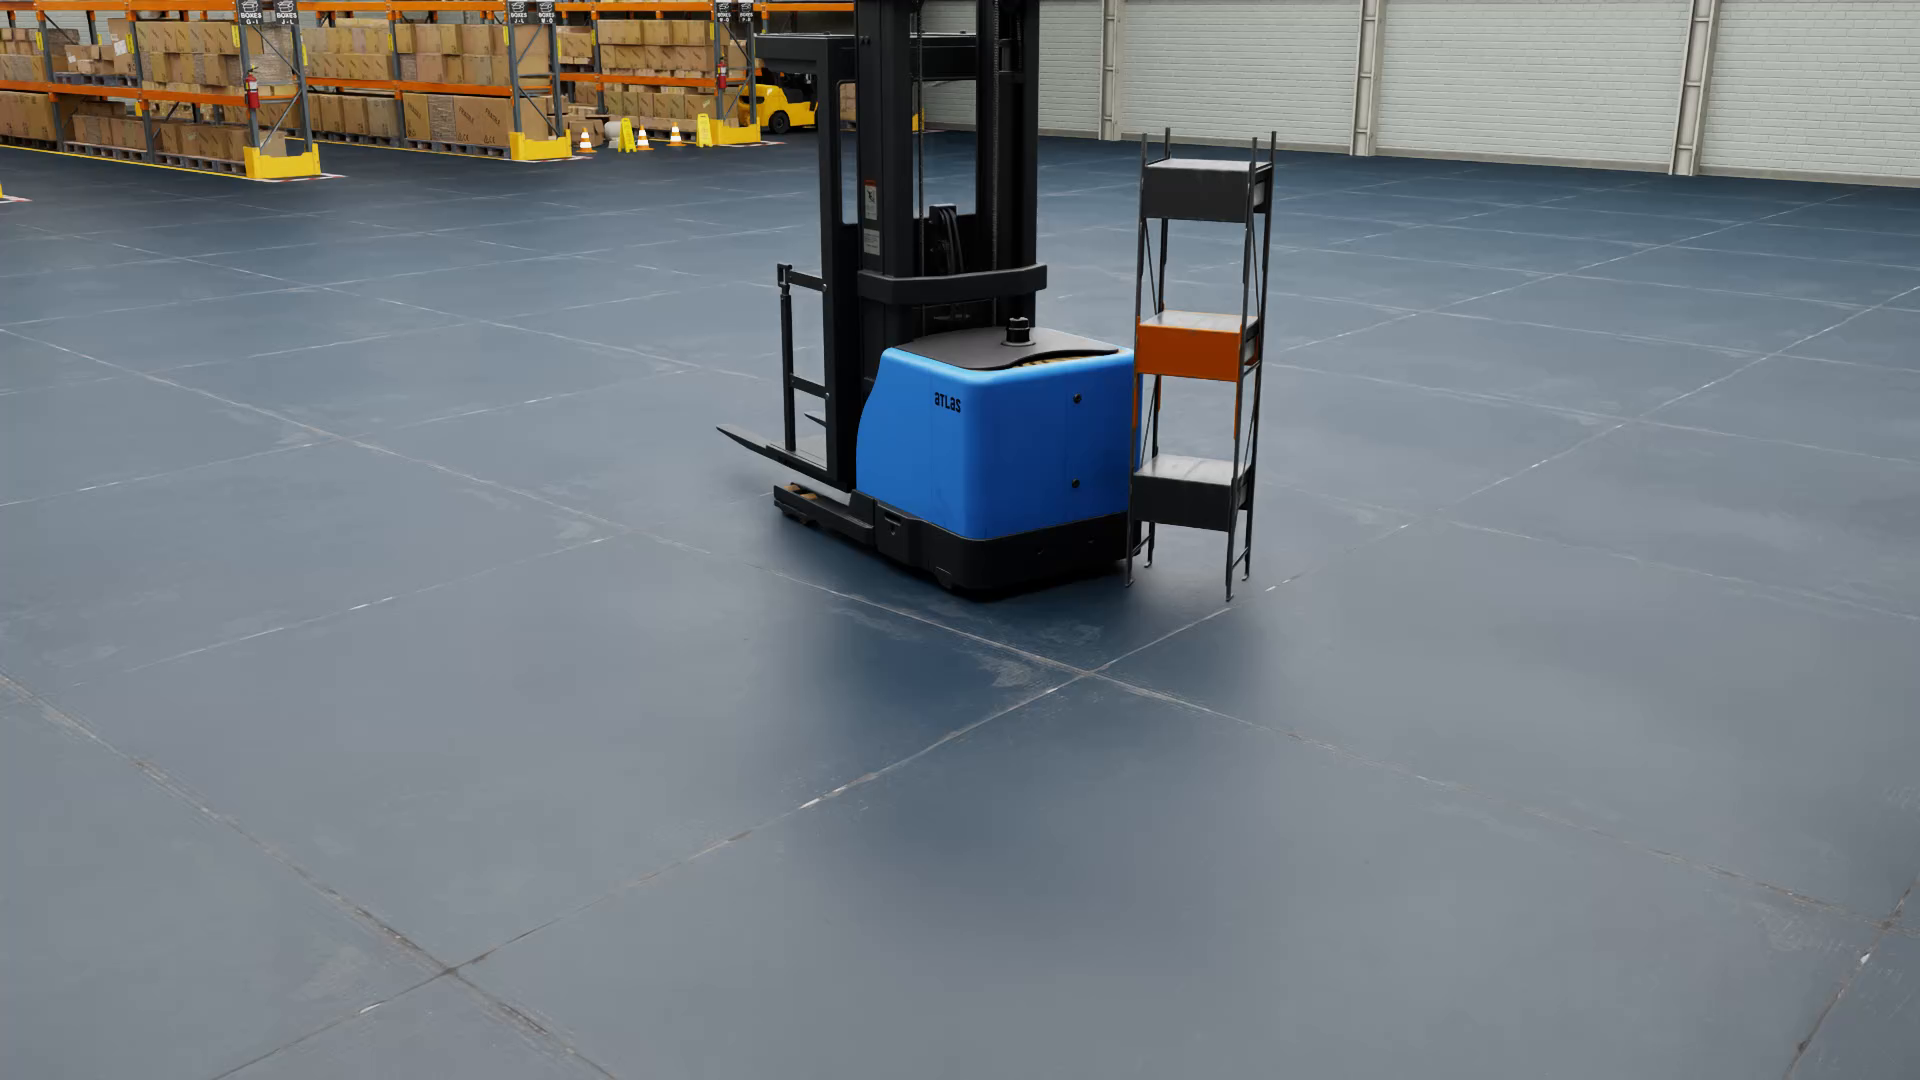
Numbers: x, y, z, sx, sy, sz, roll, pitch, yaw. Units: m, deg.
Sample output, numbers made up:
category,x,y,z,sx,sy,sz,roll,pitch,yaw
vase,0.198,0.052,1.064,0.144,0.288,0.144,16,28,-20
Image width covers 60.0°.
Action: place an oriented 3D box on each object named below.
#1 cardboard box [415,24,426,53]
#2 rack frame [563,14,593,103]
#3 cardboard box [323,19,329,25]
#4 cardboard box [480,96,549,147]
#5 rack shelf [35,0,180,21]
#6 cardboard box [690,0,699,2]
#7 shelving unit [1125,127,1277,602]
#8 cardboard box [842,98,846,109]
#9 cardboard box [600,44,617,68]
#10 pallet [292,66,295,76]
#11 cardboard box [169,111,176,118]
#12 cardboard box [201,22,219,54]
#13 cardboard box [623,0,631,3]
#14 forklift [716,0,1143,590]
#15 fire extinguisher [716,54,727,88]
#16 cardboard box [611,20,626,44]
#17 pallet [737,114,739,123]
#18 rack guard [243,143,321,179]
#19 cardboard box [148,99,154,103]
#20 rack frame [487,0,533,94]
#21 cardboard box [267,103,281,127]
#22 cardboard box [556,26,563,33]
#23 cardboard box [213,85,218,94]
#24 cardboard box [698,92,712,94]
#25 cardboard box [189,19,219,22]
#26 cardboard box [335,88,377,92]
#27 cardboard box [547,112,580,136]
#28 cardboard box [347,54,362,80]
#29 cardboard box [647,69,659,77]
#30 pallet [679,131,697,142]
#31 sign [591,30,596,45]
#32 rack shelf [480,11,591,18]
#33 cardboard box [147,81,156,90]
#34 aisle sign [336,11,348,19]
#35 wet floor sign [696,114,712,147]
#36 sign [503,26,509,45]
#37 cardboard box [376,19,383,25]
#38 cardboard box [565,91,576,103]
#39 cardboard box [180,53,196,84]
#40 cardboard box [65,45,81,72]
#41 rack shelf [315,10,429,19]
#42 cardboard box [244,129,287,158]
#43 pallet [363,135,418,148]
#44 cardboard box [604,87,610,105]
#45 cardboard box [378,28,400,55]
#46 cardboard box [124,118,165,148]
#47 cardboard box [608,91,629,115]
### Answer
category,x,y,z,sx,sy,sz,roll,pitch,yaw
cardboard box,-10.105,-9.816,32.550,0.550,0.550,0.875,15,23,39
rack frame,-10.328,-13.266,45.454,0.127,3.000,1.000,15,23,39
cardboard box,-16.530,-13.645,43.757,0.250,0.149,0.380,16,23,40
cardboard box,-8.406,-7.901,31.368,0.875,0.875,0.875,15,23,40
rack shelf,-15.710,-9.782,30.707,4.000,0.370,1.077,15,23,39
cardboard box,-5.305,-11.094,34.066,0.250,0.149,0.380,15,23,40
shelving unit,1.097,-0.800,7.650,0.503,2.100,0.431,8,20,22
cardboard box,-2.692,-10.214,38.861,0.500,0.250,0.500,14,23,38
cardboard box,-7.492,-10.574,36.315,0.500,0.500,0.500,15,23,39
pallet,-14.442,-10.227,36.194,1.003,0.211,1.213,15,23,39
cardboard box,-18.701,-10.211,39.847,0.250,0.149,0.380,14,22,37
cardboard box,-12.176,-8.310,27.529,0.500,0.500,0.500,15,23,39
cardboard box,-6.988,-11.579,35.594,0.250,0.149,0.380,16,24,41
forklift,-0.352,-1.554,8.664,1.130,2.935,3.031,-12,21,-32
fire extinguisher,-4.865,-9.569,33.932,0.183,0.674,0.296,15,23,39
cardboard box,-7.084,-10.957,35.869,0.500,0.500,0.700,15,23,40
pallet,-4.921,-10.470,41.253,1.213,0.211,1.003,15,23,39
rack guard,-11.279,-6.315,27.682,0.348,0.500,1.175,15,23,39
cardboard box,-19.655,-10.748,40.555,0.250,0.149,0.380,14,22,37
rack frame,-10.628,-11.339,39.382,0.127,3.000,1.000,15,23,39
cardboard box,-14.890,-9.386,36.665,0.500,0.500,0.500,16,24,41
cardboard box,-8.876,-11.462,37.345,0.250,0.149,0.380,14,22,37
cardboard box,-12.317,-7.584,27.964,0.250,0.149,0.380,15,23,39
cardboard box,-5.476,-9.313,35.610,0.500,0.500,0.500,14,22,37
cardboard box,-17.361,-11.701,38.214,0.500,0.500,0.500,14,22,37
cardboard box,-16.051,-11.815,44.422,0.875,0.438,0.875,14,22,37
cardboard box,-8.344,-8.574,34.570,0.503,0.637,0.797,15,23,39
cardboard box,-12.170,-9.691,34.023,0.500,0.500,0.500,15,23,40
cardboard box,-6.456,-9.977,35.506,0.250,0.149,0.380,15,23,39
pallet,-5.285,-8.590,35.330,1.213,0.211,1.003,15,23,39
sign,-8.002,-10.962,36.279,0.005,0.325,0.100,15,23,39
rack shelf,-11.824,-14.755,46.375,4.000,0.370,1.077,15,23,39
cardboard box,-14.075,-8.010,29.307,0.250,0.149,0.380,15,23,39
aisle sign,-16.460,-14.269,44.317,0.004,0.787,0.394,15,23,39
wet floor sign,-5.213,-8.331,33.794,0.267,0.644,0.232,-9,20,-27
sign,-8.225,-9.138,30.139,0.005,0.325,0.100,15,23,39
cardboard box,-14.568,-13.142,42.173,0.250,0.149,0.380,15,23,39
cardboard box,-10.665,-12.371,46.384,0.500,0.311,0.500,16,24,41
cardboard box,-12.781,-8.083,28.466,0.500,0.500,0.875,15,23,39
cardboard box,-16.775,-9.246,31.926,0.500,0.500,0.500,12,21,33
rack shelf,-15.116,-13.631,42.834,4.000,0.370,1.077,15,23,39
cardboard box,-11.678,-6.629,27.978,0.500,0.500,0.500,-13,22,-36
pallet,-11.473,-8.205,34.115,1.213,0.211,1.003,15,23,39
cardboard box,-9.340,-11.921,44.654,0.500,0.500,0.500,14,22,38
cardboard box,-11.222,-10.018,33.403,0.500,0.500,0.700,15,23,38
cardboard box,-15.003,-7.540,30.818,0.500,0.500,0.700,15,23,39
cardboard box,-7.374,-9.604,36.525,0.500,0.500,0.500,16,24,42
